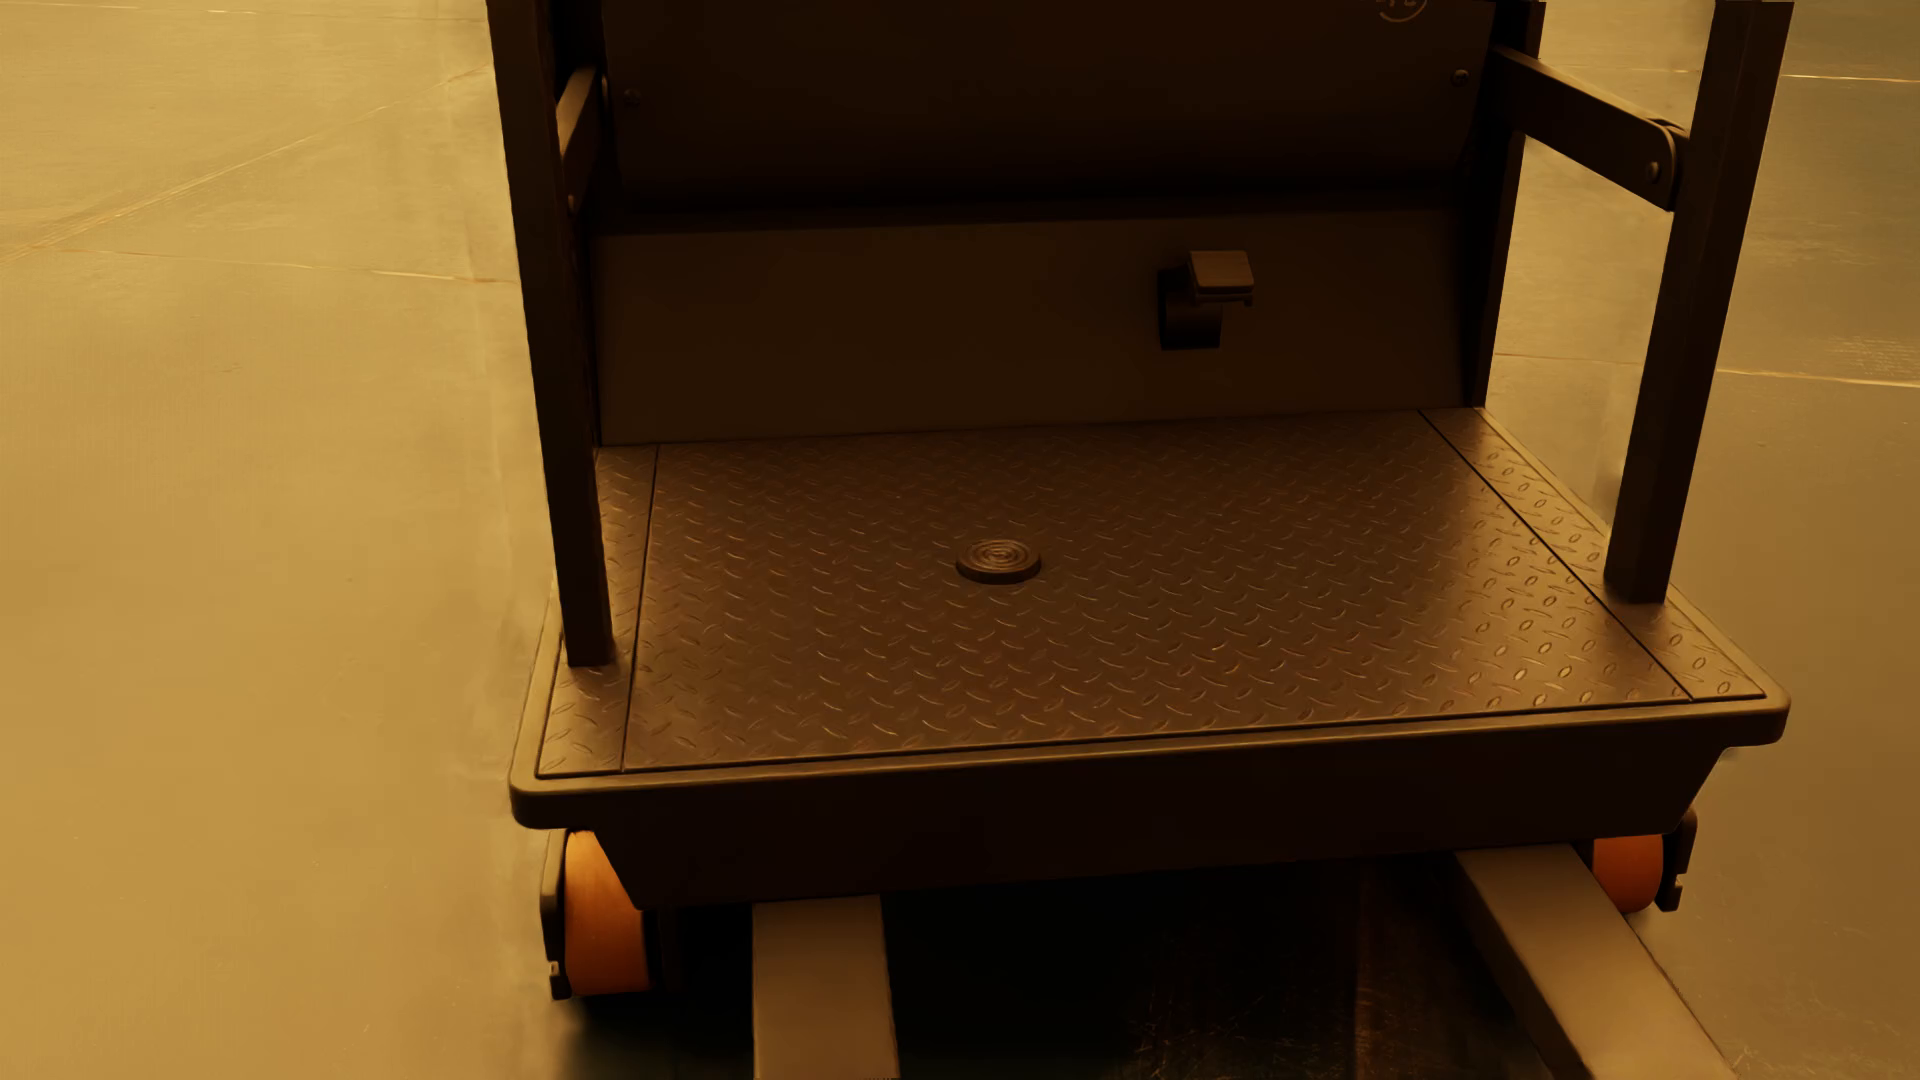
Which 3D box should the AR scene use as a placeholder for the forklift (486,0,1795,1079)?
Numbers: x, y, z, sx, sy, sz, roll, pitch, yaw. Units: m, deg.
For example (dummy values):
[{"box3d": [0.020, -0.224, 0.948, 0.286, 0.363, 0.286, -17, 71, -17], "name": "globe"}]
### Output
[{"box3d": [0.126, -1.031, 1.289, 1.130, 2.935, 3.031, -3, 27, -6], "name": "forklift"}]
